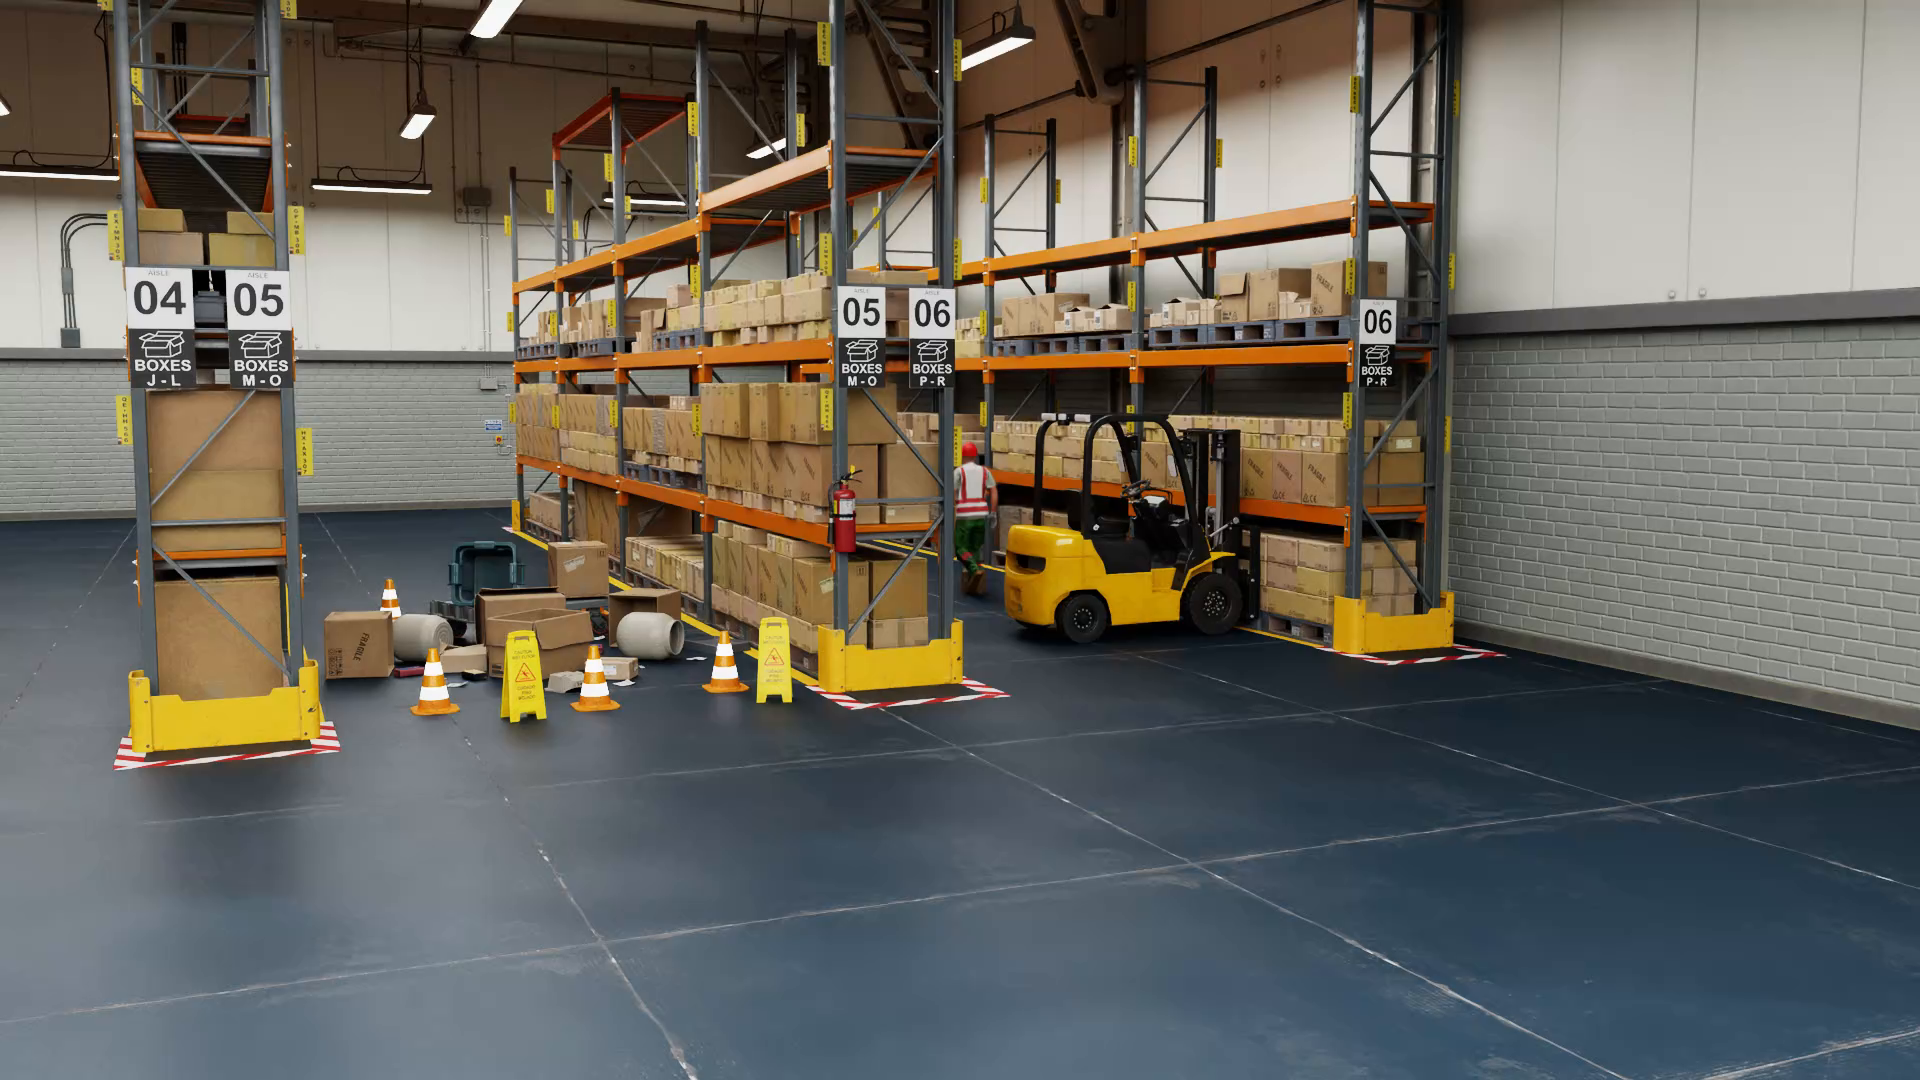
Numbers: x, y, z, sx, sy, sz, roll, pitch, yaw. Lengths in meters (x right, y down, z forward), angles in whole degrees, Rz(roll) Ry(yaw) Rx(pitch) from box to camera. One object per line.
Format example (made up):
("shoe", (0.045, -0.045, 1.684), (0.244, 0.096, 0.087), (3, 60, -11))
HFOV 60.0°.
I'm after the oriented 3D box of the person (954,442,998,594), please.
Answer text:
("person", (0.170, -0.245, 19.217), (0.600, 1.765, 0.645), (-3, 6, -27))
